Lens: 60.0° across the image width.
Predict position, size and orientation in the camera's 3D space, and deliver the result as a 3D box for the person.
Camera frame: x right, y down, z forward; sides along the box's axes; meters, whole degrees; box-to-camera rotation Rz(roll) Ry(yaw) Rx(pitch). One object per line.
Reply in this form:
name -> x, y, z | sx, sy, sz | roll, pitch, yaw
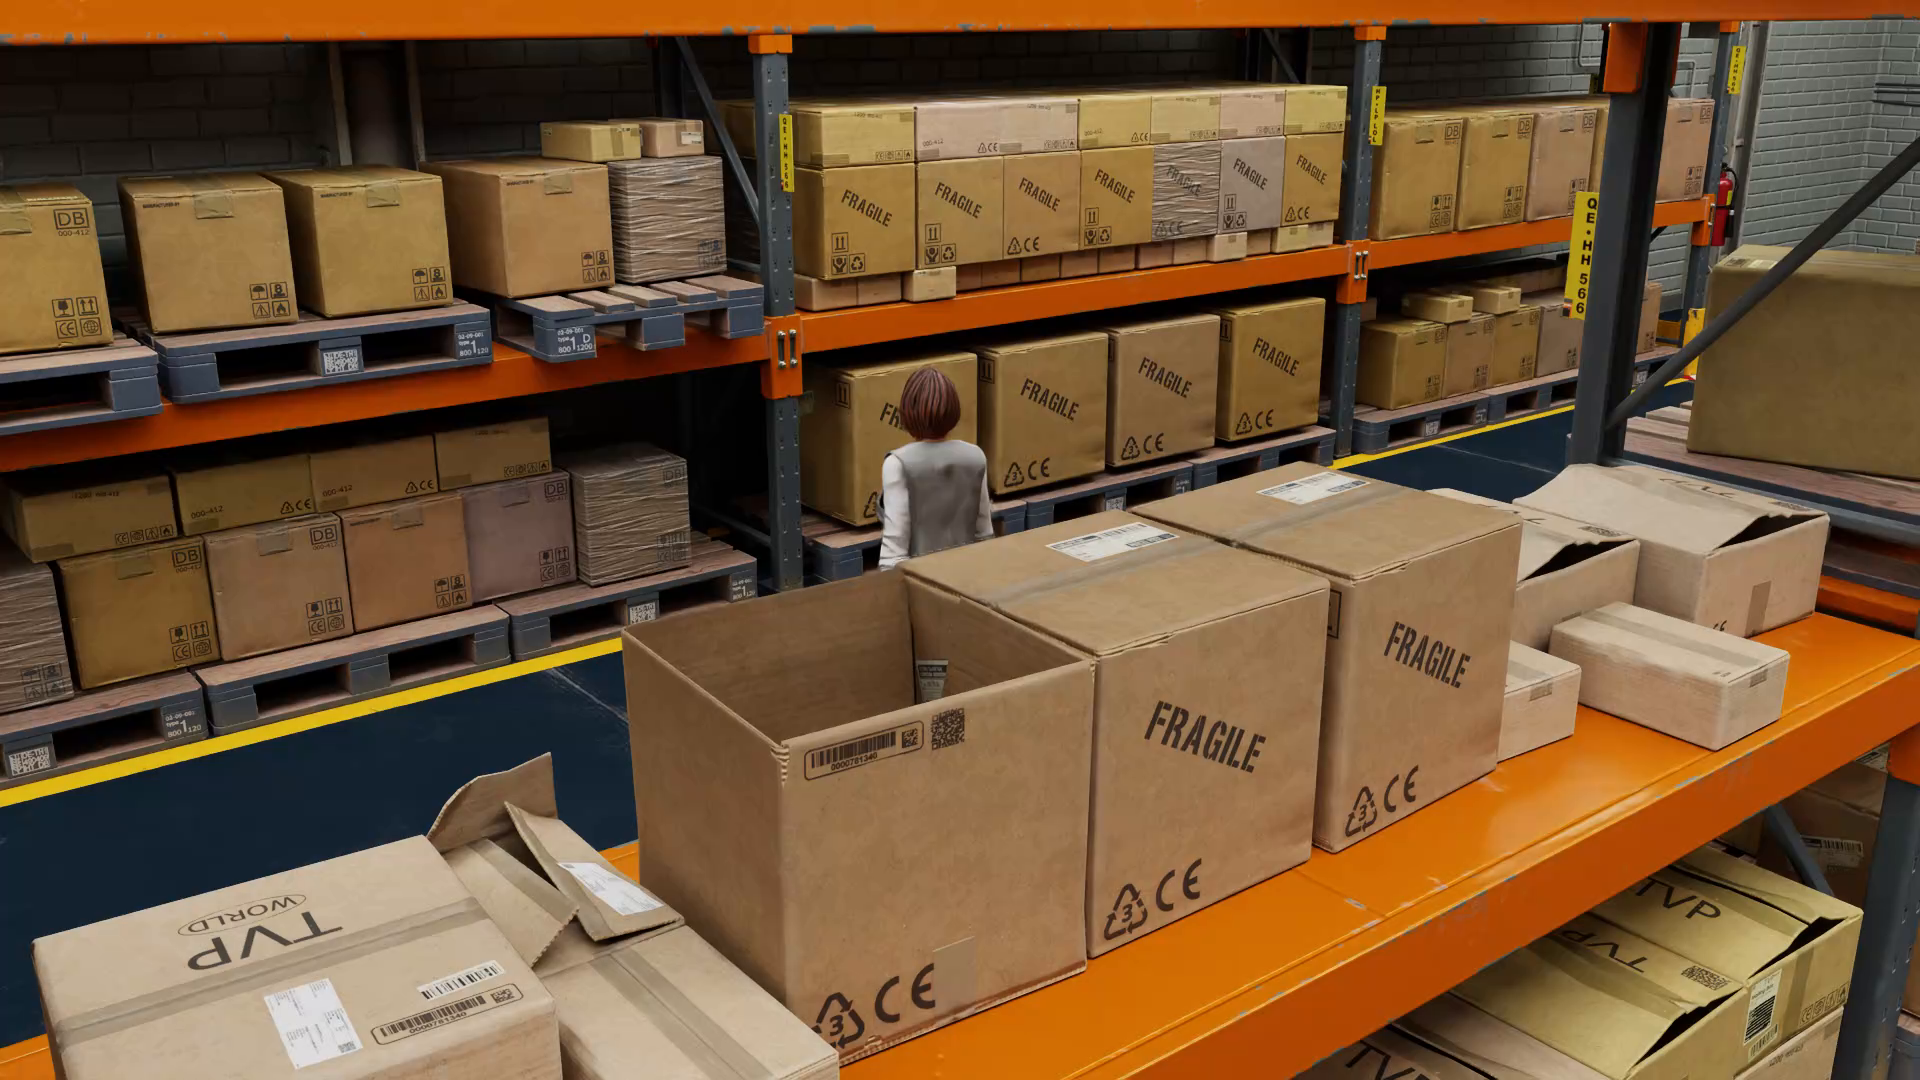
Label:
person -> -0.063, 0.273, 5.234 | 0.442, 1.596, 0.502 | -8, 20, -22
